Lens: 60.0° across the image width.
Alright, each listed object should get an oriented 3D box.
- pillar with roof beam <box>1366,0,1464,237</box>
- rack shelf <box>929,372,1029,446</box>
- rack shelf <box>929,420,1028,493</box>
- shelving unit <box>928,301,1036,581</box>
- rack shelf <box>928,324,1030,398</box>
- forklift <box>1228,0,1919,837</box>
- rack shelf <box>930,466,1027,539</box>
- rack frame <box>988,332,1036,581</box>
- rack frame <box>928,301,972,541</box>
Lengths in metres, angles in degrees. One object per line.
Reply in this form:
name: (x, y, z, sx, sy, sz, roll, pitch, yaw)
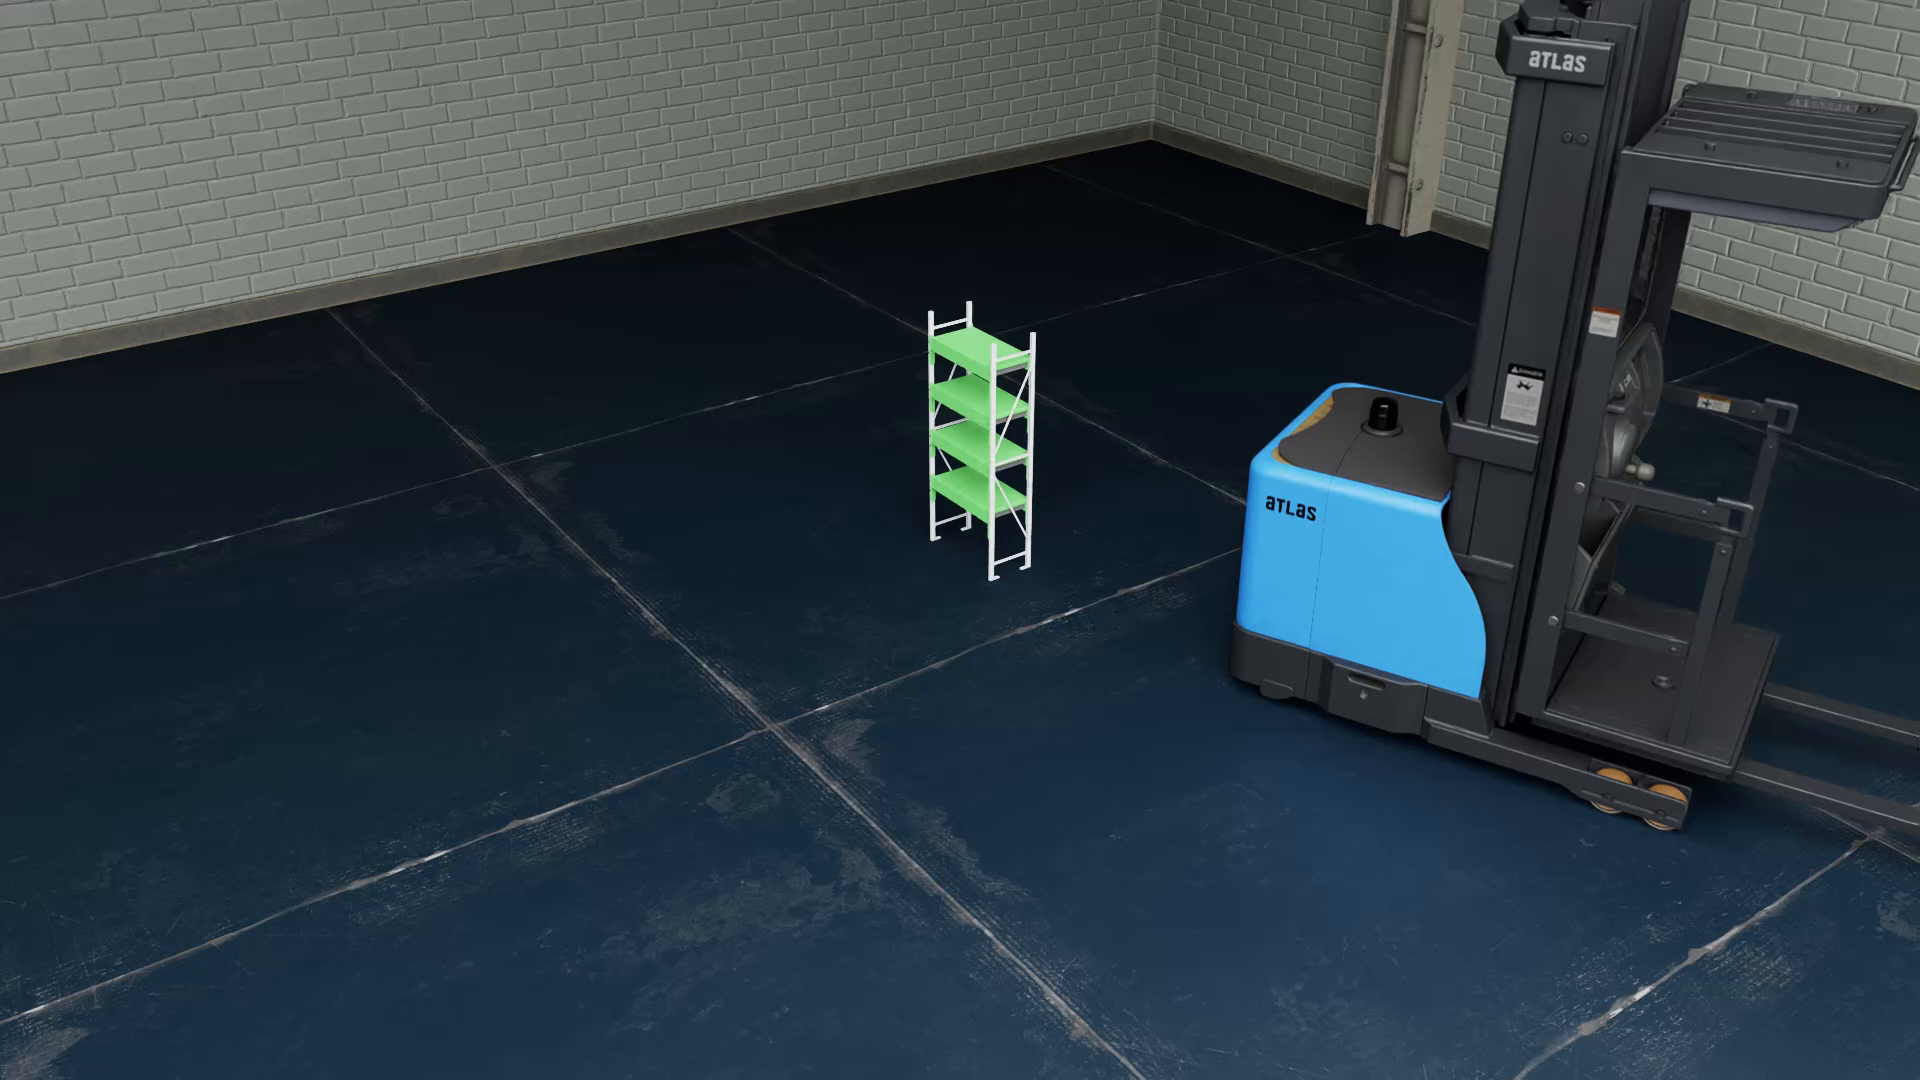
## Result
pillar with roof beam: (-0.173, -5.146, 8.296, 9.100, 9.000, 0.400, -19, 34, -31)
rack shelf: (0.096, -0.618, 7.761, 0.258, 0.148, 0.480, -19, 34, -31)
rack shelf: (0.096, -0.407, 7.876, 0.258, 0.148, 0.480, -19, 34, -31)
shelving unit: (0.096, -0.463, 7.845, 0.258, 1.200, 0.503, -19, 34, -31)
rack shelf: (0.096, -0.829, 7.647, 0.258, 0.148, 0.480, -19, 34, -31)
forklift: (2.666, -0.490, 6.081, 3.031, 2.935, 1.130, 16, 33, 28)
rack shelf: (0.096, -0.196, 7.990, 0.258, 0.148, 0.480, -19, 34, -31)
rack frame: (0.238, -0.368, 7.670, 0.240, 1.200, 0.015, -19, 34, -31)
rack frame: (-0.046, -0.558, 8.020, 0.240, 1.200, 0.015, -19, 34, -31)
